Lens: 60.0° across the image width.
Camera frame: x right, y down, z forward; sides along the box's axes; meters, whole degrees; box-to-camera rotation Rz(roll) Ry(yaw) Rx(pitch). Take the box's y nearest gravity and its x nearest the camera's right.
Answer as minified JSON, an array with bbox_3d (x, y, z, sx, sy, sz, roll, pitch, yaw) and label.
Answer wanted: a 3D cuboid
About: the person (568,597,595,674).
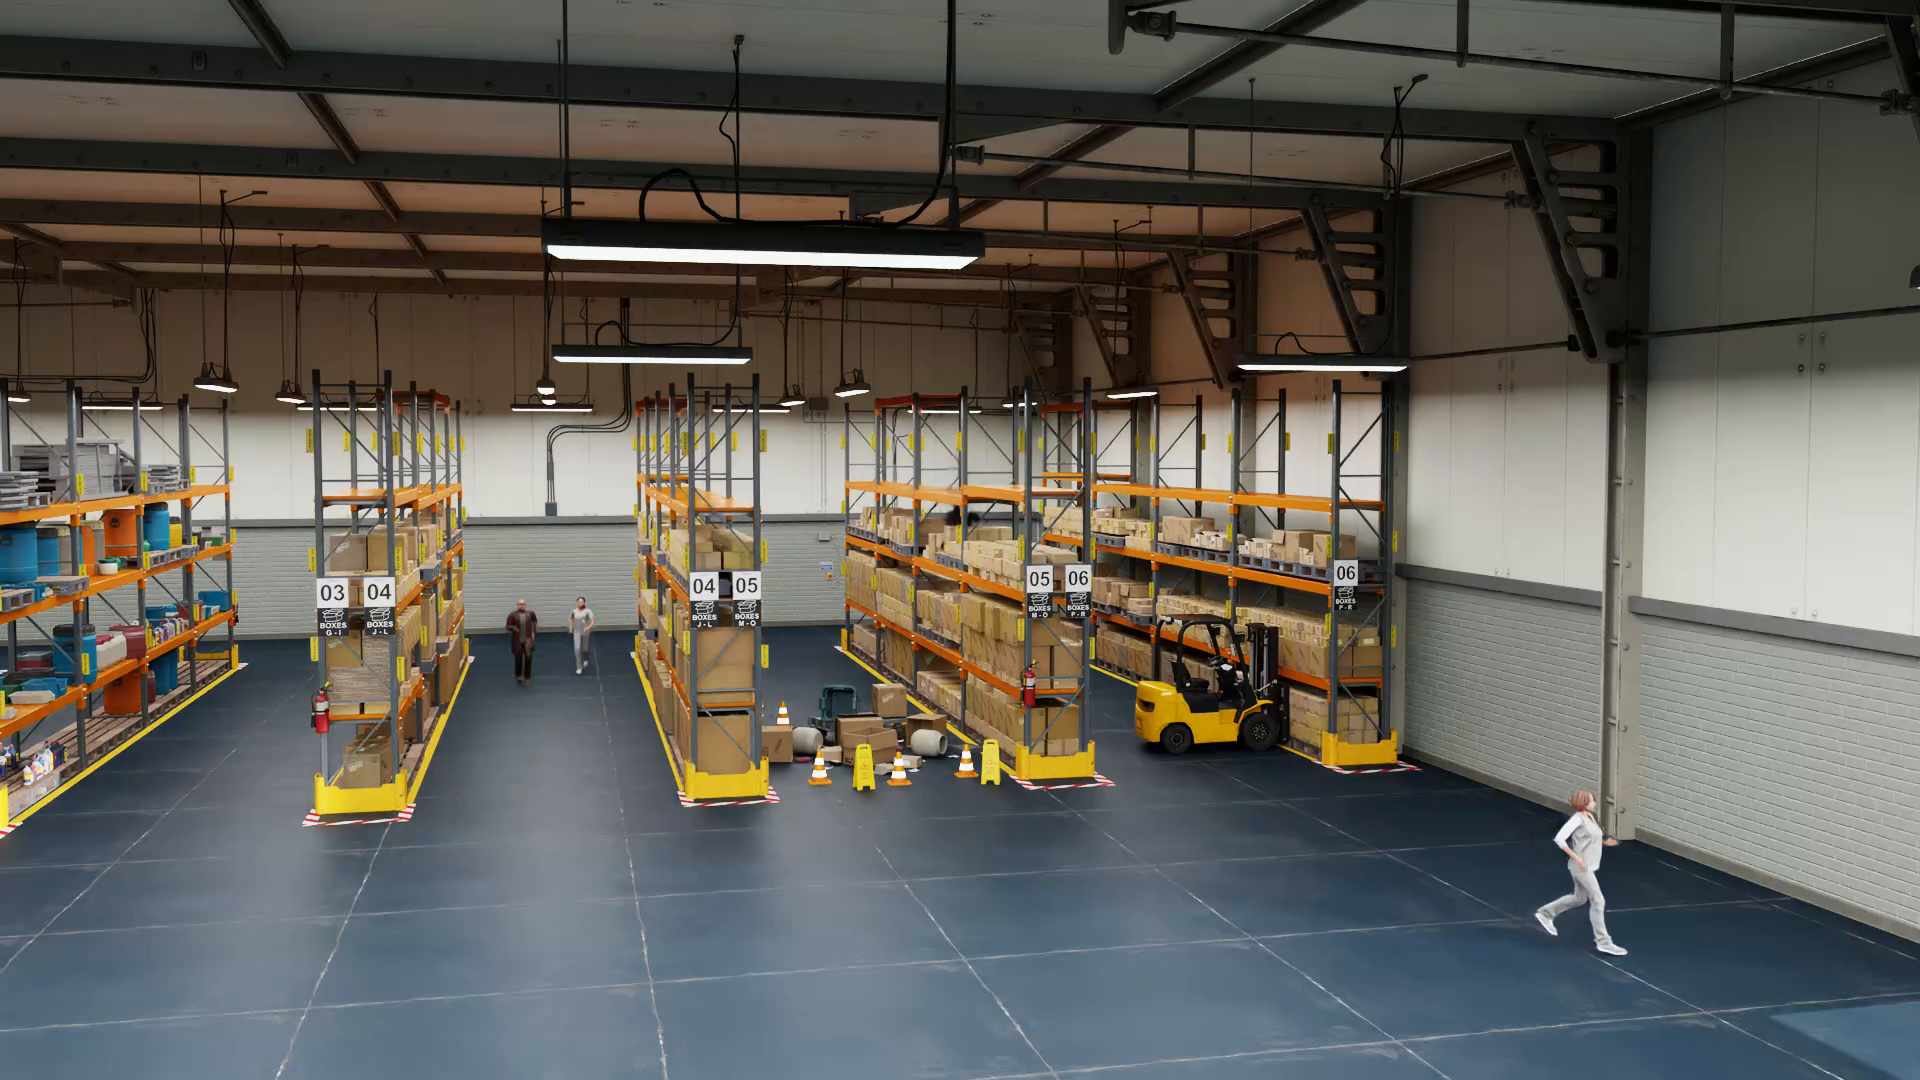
[{"bbox_3d":[-8.313,2.068,36.530,0.586,1.666,0.849,0,3,-5],"label":"person"}]

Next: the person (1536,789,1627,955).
[{"bbox_3d":[6.133,3.207,16.394,0.877,1.512,0.540,2,4,32],"label":"person"}]

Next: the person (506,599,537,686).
[{"bbox_3d":[-9.103,2.138,34.553,0.647,1.841,0.881,-1,3,-17],"label":"person"}]
